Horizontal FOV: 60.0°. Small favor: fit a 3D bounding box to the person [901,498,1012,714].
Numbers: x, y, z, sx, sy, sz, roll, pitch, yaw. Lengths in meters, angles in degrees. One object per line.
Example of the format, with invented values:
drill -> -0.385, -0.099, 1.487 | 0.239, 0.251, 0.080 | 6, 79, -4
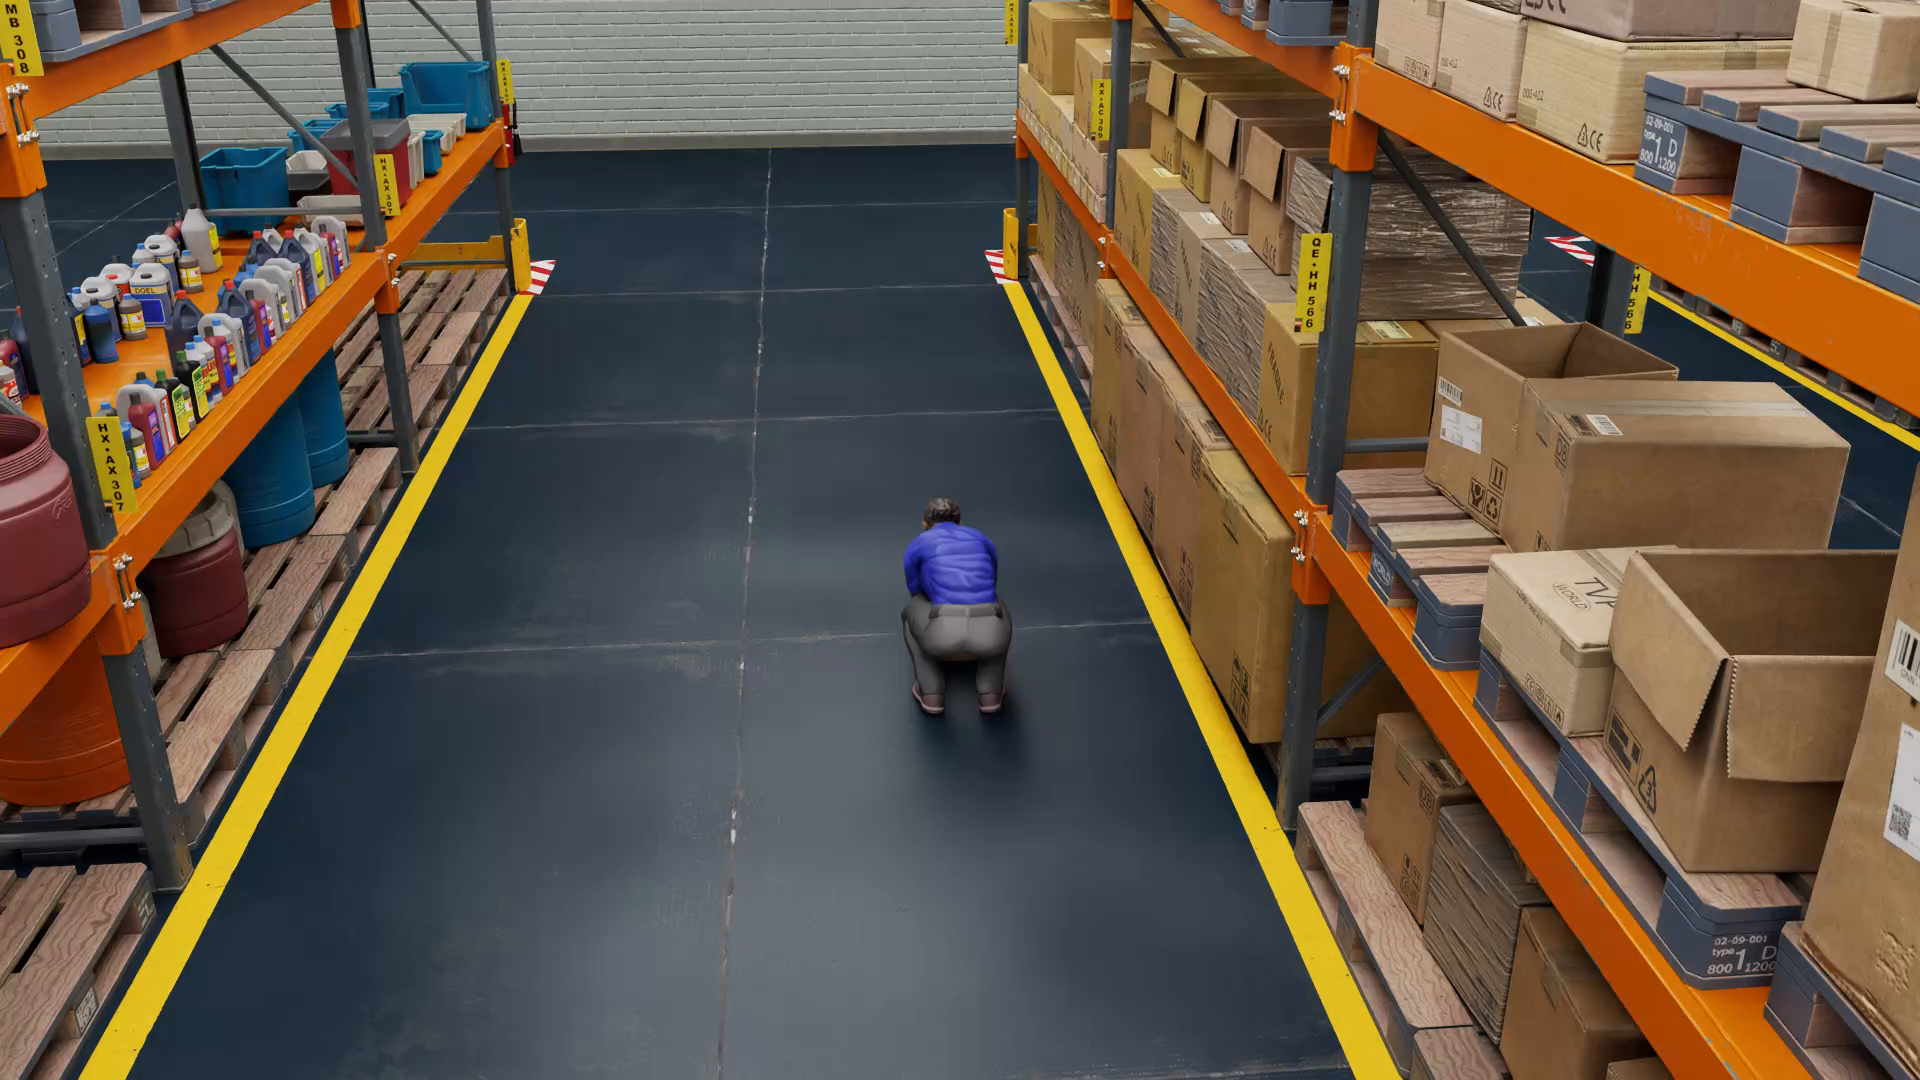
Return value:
person -> -0.014, 0.312, 7.113 | 0.472, 0.814, 0.823 | -2, 24, -3
